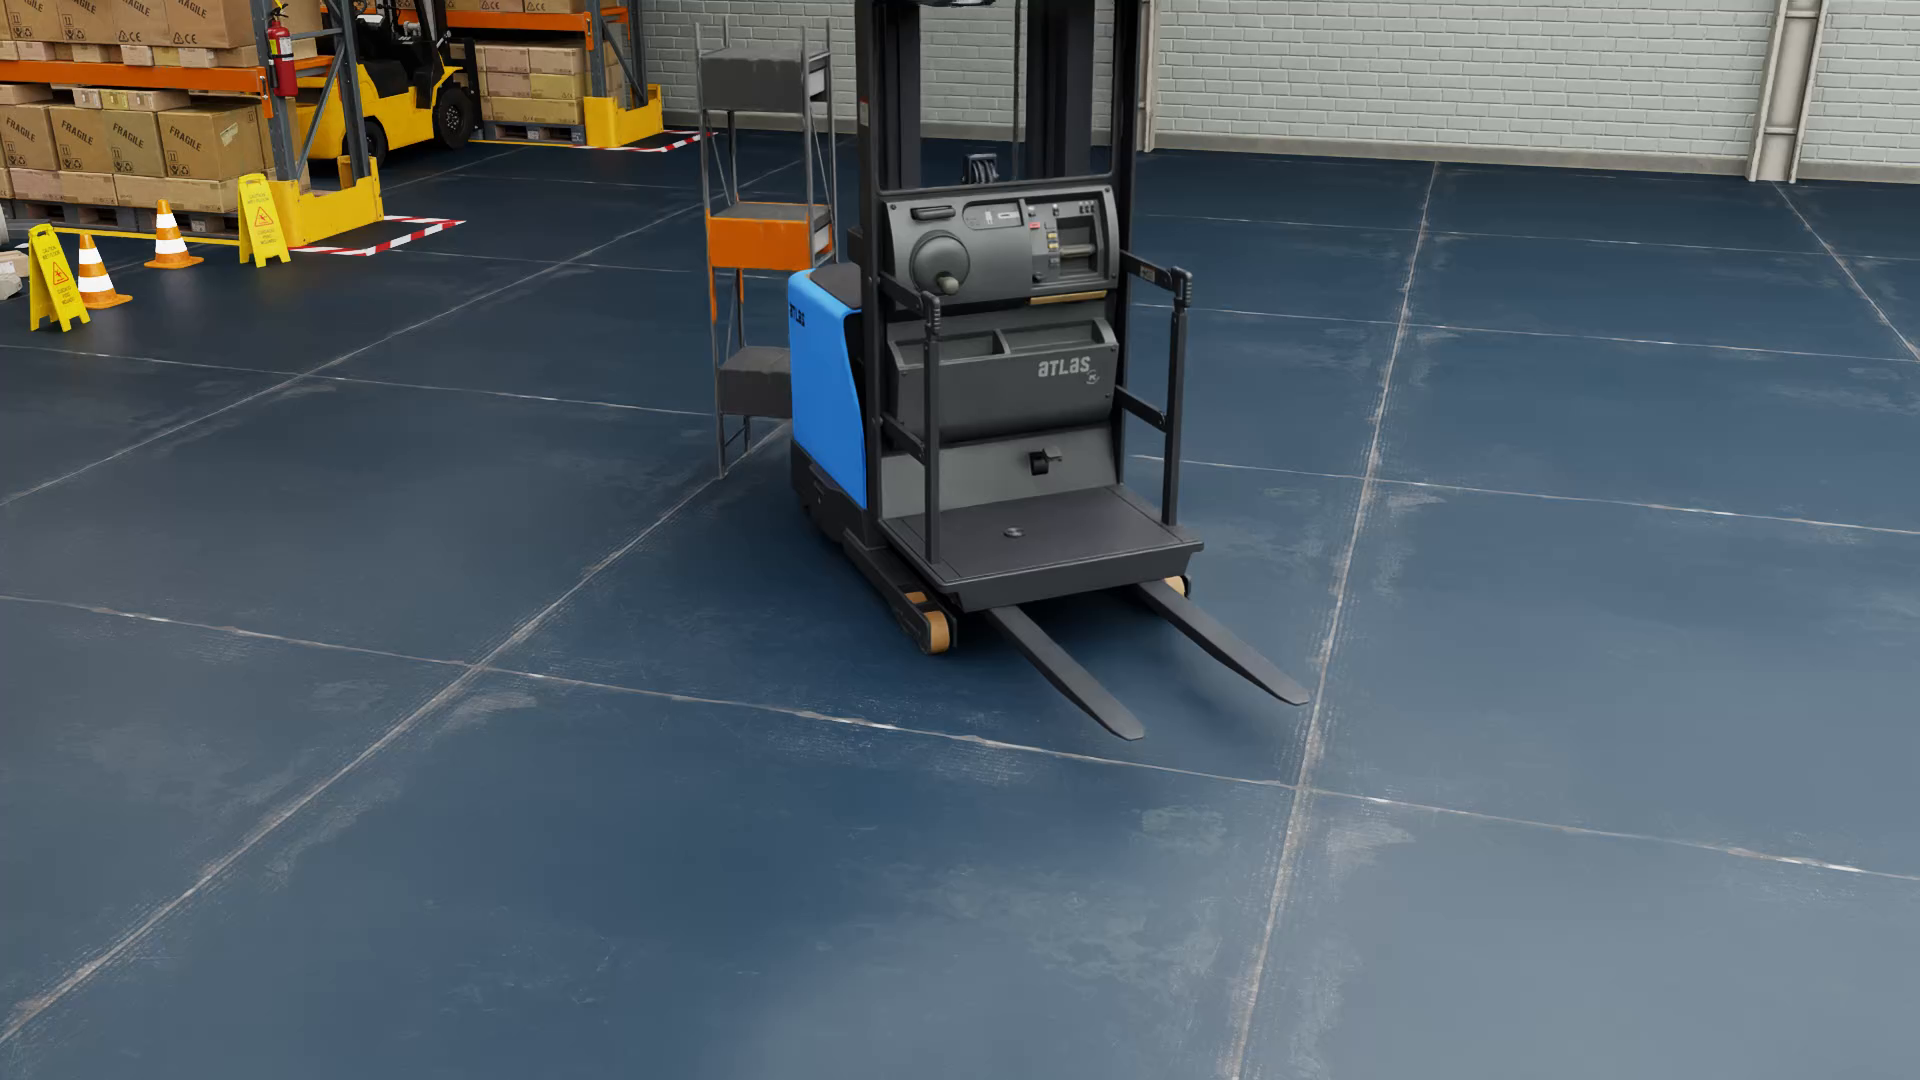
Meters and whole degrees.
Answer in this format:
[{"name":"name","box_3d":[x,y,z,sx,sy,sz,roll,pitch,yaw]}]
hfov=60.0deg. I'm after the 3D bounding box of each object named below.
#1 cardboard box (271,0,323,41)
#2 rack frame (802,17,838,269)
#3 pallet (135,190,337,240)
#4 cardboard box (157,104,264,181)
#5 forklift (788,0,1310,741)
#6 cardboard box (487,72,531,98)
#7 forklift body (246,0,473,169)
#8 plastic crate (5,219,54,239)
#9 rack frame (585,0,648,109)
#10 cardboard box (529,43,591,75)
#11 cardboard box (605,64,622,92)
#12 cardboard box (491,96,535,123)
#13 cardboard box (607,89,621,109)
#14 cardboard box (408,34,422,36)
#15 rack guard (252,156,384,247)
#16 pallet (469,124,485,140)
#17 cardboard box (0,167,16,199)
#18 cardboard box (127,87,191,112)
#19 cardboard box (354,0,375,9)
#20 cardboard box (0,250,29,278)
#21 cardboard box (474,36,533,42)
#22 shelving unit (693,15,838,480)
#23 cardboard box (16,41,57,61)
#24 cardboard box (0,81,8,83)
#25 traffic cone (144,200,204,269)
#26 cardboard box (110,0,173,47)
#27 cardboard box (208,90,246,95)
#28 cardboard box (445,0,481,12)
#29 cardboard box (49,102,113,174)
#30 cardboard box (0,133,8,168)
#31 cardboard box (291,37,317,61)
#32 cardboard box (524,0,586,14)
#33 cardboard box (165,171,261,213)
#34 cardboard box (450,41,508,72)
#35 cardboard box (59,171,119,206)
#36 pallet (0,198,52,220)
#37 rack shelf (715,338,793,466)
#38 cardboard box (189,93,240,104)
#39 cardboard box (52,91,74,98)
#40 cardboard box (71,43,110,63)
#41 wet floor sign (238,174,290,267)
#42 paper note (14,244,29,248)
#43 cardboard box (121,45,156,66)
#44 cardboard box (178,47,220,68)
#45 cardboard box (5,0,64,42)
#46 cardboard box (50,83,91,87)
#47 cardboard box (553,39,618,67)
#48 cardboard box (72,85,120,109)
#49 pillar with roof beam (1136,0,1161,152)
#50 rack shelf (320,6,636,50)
[{"name":"cardboard box","box_3d":[-5.370,-4.182,12.989,0.500,0.500,0.500,6,23,15]},{"name":"rack frame","box_3d":[-0.625,-1.292,7.652,0.015,2.100,0.400,5,23,11]},{"name":"pallet","box_3d":[-5.837,-2.666,13.490,1.213,0.211,1.003,7,23,16]},{"name":"cardboard box","box_3d":[-5.839,-3.108,12.975,0.500,0.500,0.500,7,23,16]},{"name":"forklift","box_3d":[0.254,-1.108,6.110,1.130,2.935,3.031,-9,24,-21]},{"name":"cardboard box","box_3d":[-4.599,-4.801,17.434,0.500,0.250,0.500,6,23,15]},{"name":"forklift body","box_3d":[-5.909,-4.802,16.142,1.214,2.155,2.313,7,23,16]},{"name":"plastic crate","box_3d":[-7.560,-2.463,13.169,0.583,0.080,0.402,-1,22,-3]},{"name":"rack frame","box_3d":[-3.566,-5.649,17.090,0.127,3.000,1.000,7,23,16]},{"name":"cardboard box","box_3d":[-4.097,-4.971,17.189,0.500,0.250,0.500,7,23,17]},{"name":"cardboard box","box_3d":[-3.956,-4.930,17.747,0.500,0.250,0.500,7,23,16]},{"name":"cardboard box","box_3d":[-4.581,-4.566,17.519,0.500,0.250,0.500,7,23,15]},{"name":"cardboard box","box_3d":[-3.980,-4.696,17.836,0.500,0.250,0.500,7,23,16]},{"name":"cardboard box","box_3d":[-5.899,-5.378,18.182,0.500,0.250,0.500,7,23,16]},{"name":"rack guard","box_3d":[-5.069,-2.697,13.187,0.348,0.500,1.175,7,23,16]},{"name":"pallet","box_3d":[-5.475,-4.562,18.114,1.213,0.211,1.003,7,23,15]},{"name":"cardboard box","box_3d":[-7.825,-2.989,13.674,0.500,0.250,0.500,8,24,19]},{"name":"cardboard box","box_3d":[-6.210,-3.424,12.891,0.250,0.149,0.380,7,23,17]},{"name":"cardboard box","box_3d":[-6.058,-5.884,17.531,0.500,0.500,0.500,6,23,15]},{"name":"cardboard box","box_3d":[-6.834,-1.936,11.794,0.380,0.149,0.250,-20,29,-39]},{"name":"cardboard box","box_3d":[-4.927,-5.268,17.912,0.500,0.250,0.500,6,23,15]},{"name":"shelving unit","box_3d":[-0.863,-1.311,7.700,0.503,2.100,0.431,5,23,11]},{"name":"cardboard box","box_3d":[-7.146,-3.856,13.048,0.250,0.149,0.380,6,23,15]},{"name":"cardboard box","box_3d":[-7.744,-3.599,13.319,0.250,0.149,0.380,7,23,18]},{"name":"traffic cone","box_3d":[-5.781,-2.250,12.146,0.334,0.463,0.336,7,23,16]},{"name":"cardboard box","box_3d":[-6.074,-4.045,12.656,0.500,0.500,0.500,7,23,16]},{"name":"cardboard box","box_3d":[-7.898,-5.237,18.659,0.625,0.625,0.875,8,24,18]},{"name":"cardboard box","box_3d":[-5.098,-5.770,17.253,0.500,0.500,0.500,6,23,14]},{"name":"cardboard box","box_3d":[-6.820,-3.221,13.253,0.500,0.500,0.500,6,23,14]},{"name":"cardboard box","box_3d":[-7.823,-3.336,13.532,0.500,0.500,0.500,8,23,18]},{"name":"cardboard box","box_3d":[-5.262,-3.842,13.014,0.250,0.149,0.380,7,23,16]},{"name":"cardboard box","box_3d":[-4.113,-5.654,16.970,0.500,0.500,0.500,6,23,14]},{"name":"cardboard box","box_3d":[-5.871,-2.761,13.118,0.500,0.250,0.500,6,23,15]},{"name":"cardboard box","box_3d":[-5.074,-5.077,17.446,0.500,0.250,0.500,7,23,16]},{"name":"cardboard box","box_3d":[-6.844,-2.873,13.392,0.500,0.250,0.500,6,23,14]},{"name":"pallet","box_3d":[-8.173,-2.933,14.142,1.213,0.211,1.003,7,23,16]},{"name":"rack shelf","box_3d":[-0.863,-0.651,7.971,0.480,0.518,0.431,5,23,11]},{"name":"cardboard box","box_3d":[-6.214,-3.362,13.594,0.500,0.500,0.500,6,23,14]},{"name":"cardboard box","box_3d":[-7.206,-3.475,13.871,0.500,0.500,0.500,8,24,18]},{"name":"cardboard box","box_3d":[-6.661,-3.807,12.930,0.250,0.149,0.380,6,23,15]},{"name":"wet floor sign","box_3d":[-5.124,-2.347,12.140,0.232,0.644,0.267,16,27,34]},{"name":"paper note","box_3d":[-7.153,-2.269,12.761,0.148,0.019,0.142,-1,22,-3]},{"name":"cardboard box","box_3d":[-6.185,-3.733,12.749,0.250,0.149,0.380,7,23,16]},{"name":"cardboard box","box_3d":[-5.691,-3.680,12.620,0.250,0.149,0.380,6,23,15]},{"name":"cardboard box","box_3d":[-7.031,-4.164,12.945,0.500,0.500,0.500,7,23,16]},{"name":"cardboard box","box_3d":[-10.004,-5.480,19.252,0.625,0.625,0.875,7,23,17]},{"name":"cardboard box","box_3d":[-3.972,-5.155,17.638,0.500,0.250,0.500,6,23,15]},{"name":"cardboard box","box_3d":[-6.701,-3.482,13.033,0.250,0.149,0.380,8,23,18]},{"name":"pillar with roof beam","box_3d":[0.528,-6.607,11.519,0.400,9.000,9.100,7,23,16]},{"name":"rack shelf","box_3d":[-5.481,-5.536,17.761,4.000,0.370,1.077,7,23,16]}]
